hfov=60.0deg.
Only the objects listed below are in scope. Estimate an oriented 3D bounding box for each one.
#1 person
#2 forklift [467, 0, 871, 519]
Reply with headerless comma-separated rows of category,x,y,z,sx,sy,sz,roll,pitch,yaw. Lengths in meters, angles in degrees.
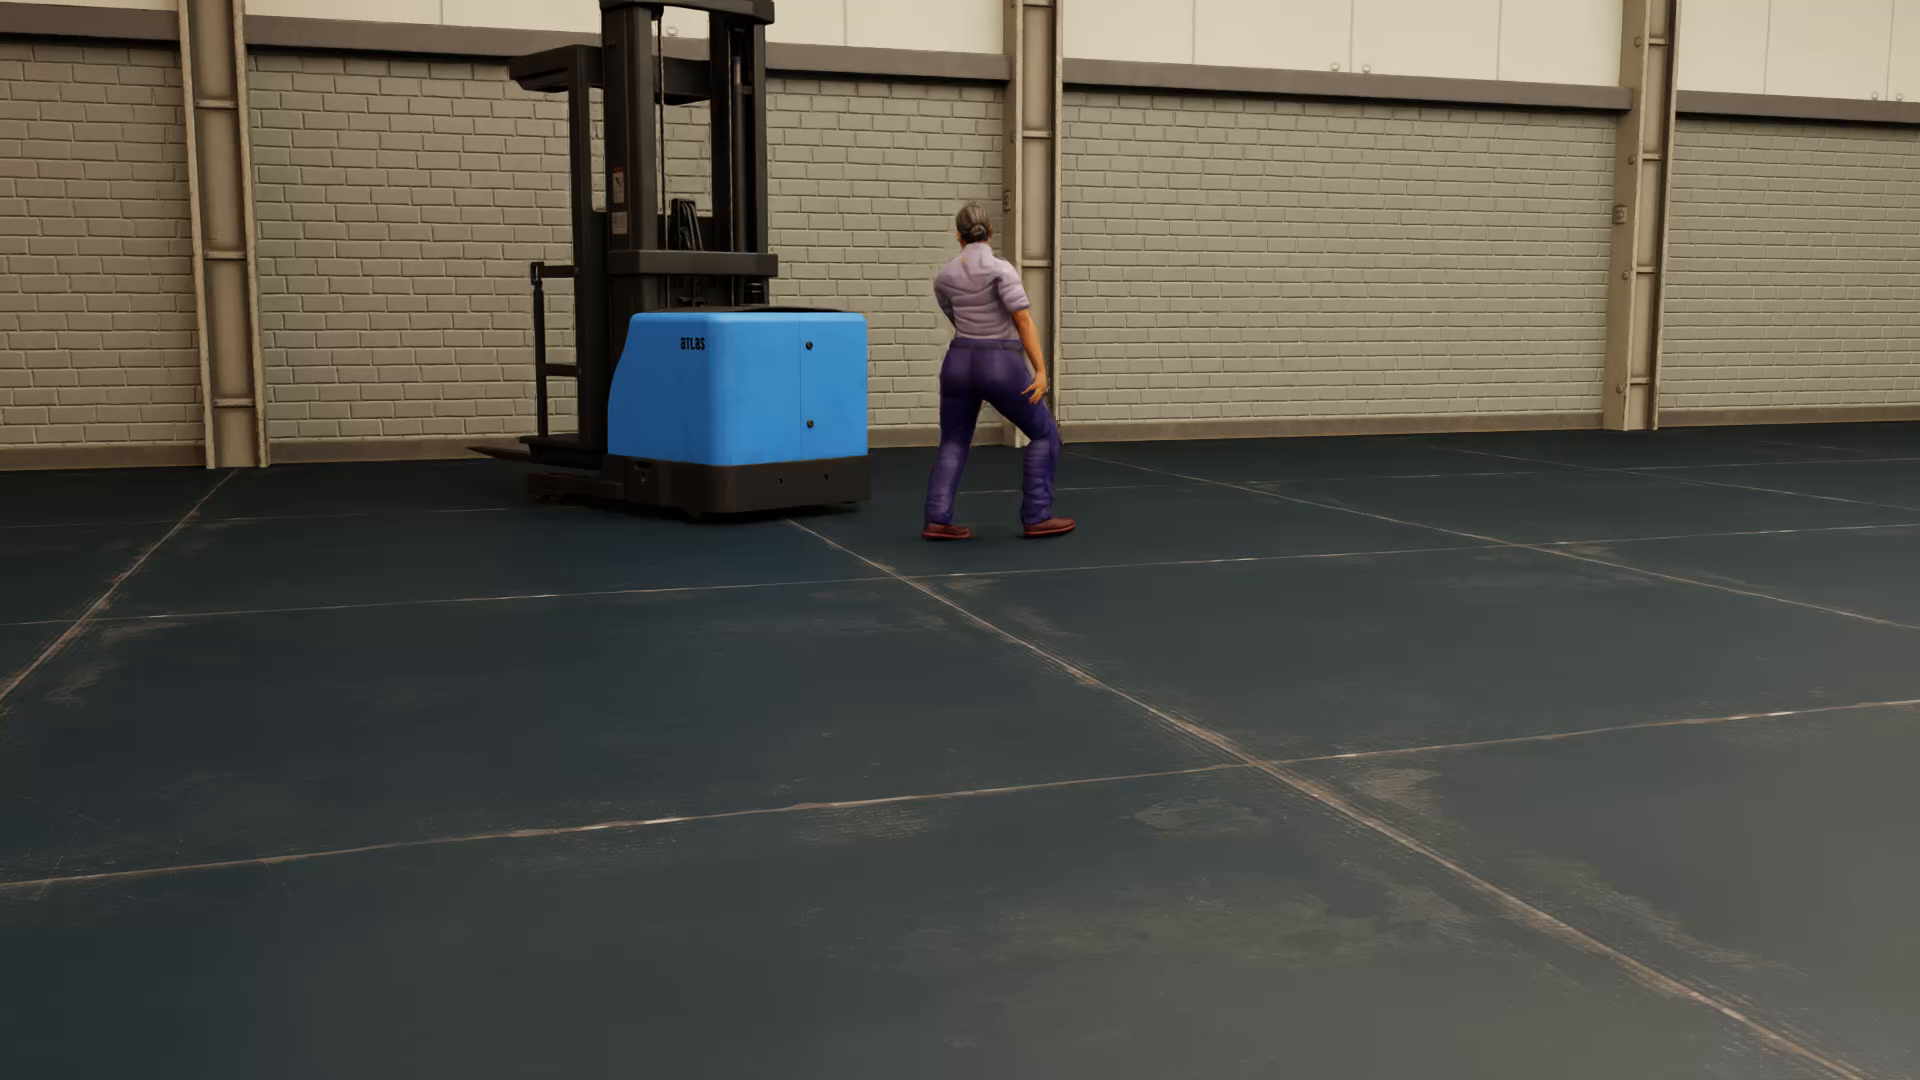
person,0.173,-0.793,7.962,0.609,1.574,0.688,4,9,29
forklift,-1.862,-1.706,9.590,1.130,2.935,3.031,-7,11,-43
